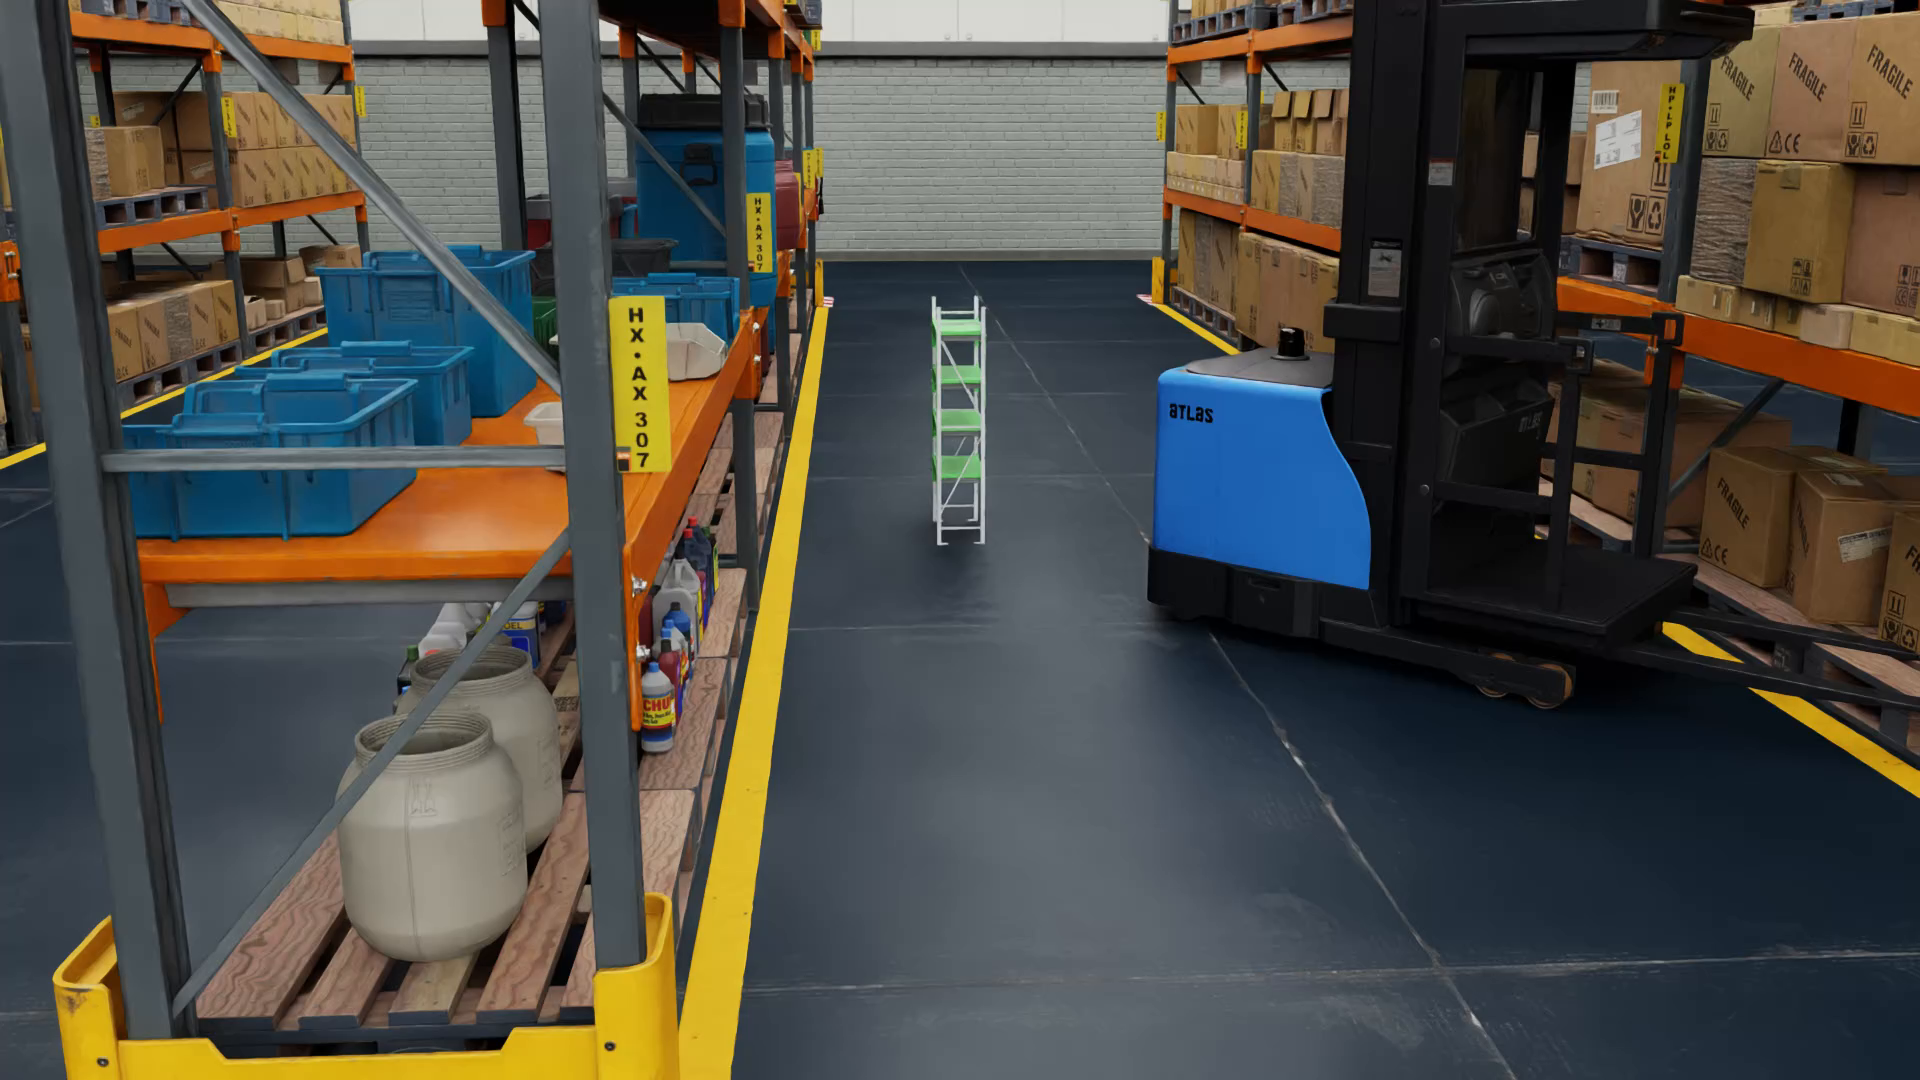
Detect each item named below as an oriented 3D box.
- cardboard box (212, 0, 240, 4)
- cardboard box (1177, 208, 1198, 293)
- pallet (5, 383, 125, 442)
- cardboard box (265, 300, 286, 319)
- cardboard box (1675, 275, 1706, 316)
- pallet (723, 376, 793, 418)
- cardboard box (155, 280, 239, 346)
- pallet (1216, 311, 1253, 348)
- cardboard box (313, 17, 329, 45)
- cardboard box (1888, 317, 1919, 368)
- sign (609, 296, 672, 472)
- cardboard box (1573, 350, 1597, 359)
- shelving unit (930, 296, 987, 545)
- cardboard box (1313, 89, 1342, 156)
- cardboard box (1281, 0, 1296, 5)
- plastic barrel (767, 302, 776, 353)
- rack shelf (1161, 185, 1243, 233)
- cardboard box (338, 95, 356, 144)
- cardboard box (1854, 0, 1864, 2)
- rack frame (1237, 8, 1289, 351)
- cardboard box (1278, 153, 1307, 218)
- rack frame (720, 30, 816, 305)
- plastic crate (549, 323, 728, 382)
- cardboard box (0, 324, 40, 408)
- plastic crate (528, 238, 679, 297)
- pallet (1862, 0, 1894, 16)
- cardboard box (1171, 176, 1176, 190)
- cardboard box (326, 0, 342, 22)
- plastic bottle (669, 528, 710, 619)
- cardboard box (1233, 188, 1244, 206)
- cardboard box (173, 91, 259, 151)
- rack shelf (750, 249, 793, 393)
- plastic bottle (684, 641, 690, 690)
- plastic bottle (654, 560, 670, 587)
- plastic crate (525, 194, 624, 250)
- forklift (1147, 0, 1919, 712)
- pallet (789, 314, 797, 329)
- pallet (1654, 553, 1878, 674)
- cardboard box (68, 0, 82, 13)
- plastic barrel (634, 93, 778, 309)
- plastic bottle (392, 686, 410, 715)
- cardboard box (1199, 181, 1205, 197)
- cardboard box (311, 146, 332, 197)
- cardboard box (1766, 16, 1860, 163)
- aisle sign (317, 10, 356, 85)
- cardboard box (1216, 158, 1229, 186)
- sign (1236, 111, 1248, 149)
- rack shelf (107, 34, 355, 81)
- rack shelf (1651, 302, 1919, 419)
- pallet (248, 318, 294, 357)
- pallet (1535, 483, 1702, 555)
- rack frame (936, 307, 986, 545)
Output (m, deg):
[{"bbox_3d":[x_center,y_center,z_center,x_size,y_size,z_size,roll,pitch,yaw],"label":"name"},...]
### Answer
[{"bbox_3d":[-6.606,-4.799,14.437,0.500,0.250,0.500,-1,14,-3],"label":"cardboard box"},{"bbox_3d":[2.935,-3.216,18.425,0.875,0.875,0.875,-1,14,-3],"label":"cardboard box"},{"bbox_3d":[-6.585,-0.893,11.574,1.003,0.211,1.213,-1,14,-3],"label":"pallet"},{"bbox_3d":[-6.698,-2.216,15.922,0.380,0.166,0.250,-1,14,-3],"label":"cardboard box"},{"bbox_3d":[3.272,-1.035,7.033,0.380,0.149,0.250,-1,14,-3],"label":"cardboard box"},{"bbox_3d":[-1.722,-0.978,11.904,1.003,0.211,1.213,-1,14,-3],"label":"pallet"},{"bbox_3d":[-6.507,-1.936,14.166,0.500,0.500,0.500,-1,14,-4],"label":"cardboard box"},{"bbox_3d":[3.095,-2.044,16.047,1.003,0.211,1.213,-1,14,-3],"label":"pallet"},{"bbox_3d":[-6.757,-5.179,16.916,0.500,0.250,0.500,-1,14,-3],"label":"cardboard box"},{"bbox_3d":[3.379,-0.662,5.584,0.380,0.149,0.250,-1,14,-3],"label":"cardboard box"},{"bbox_3d":[-0.587,-0.285,3.058,0.100,0.325,0.005,-1,14,-3],"label":"sign"},{"bbox_3d":[3.420,-0.908,10.169,0.700,0.500,0.500,-2,15,-8],"label":"cardboard box"},{"bbox_3d":[-0.010,-0.622,8.537,0.258,1.200,0.503,-1,14,-3],"label":"shelving unit"},{"bbox_3d":[3.197,-3.255,12.942,0.797,0.503,0.637,0,14,-2],"label":"cardboard box"},{"bbox_3d":[3.110,-4.765,13.962,0.700,0.500,0.500,-1,14,-2],"label":"cardboard box"},{"bbox_3d":[-1.819,-2.003,13.661,0.600,0.901,0.708,-1,14,-3],"label":"plastic barrel"},{"bbox_3d":[2.940,-3.353,16.983,1.077,0.370,4.000,-1,14,-3],"label":"rack shelf"},{"bbox_3d":[-6.770,-4.473,17.685,0.500,0.500,0.500,-1,14,-4],"label":"cardboard box"},{"bbox_3d":[7.865,-4.646,13.882,0.500,0.311,0.500,-1,14,-4],"label":"cardboard box"},{"bbox_3d":[3.064,-3.204,14.960,1.000,3.000,0.127,-1,14,-3],"label":"rack frame"},{"bbox_3d":[2.905,-2.885,13.518,0.500,0.500,0.500,-1,14,-5],"label":"cardboard box"},{"bbox_3d":[-2.128,-4.123,18.529,1.000,3.000,0.127,-1,14,-3],"label":"rack frame"},{"bbox_3d":[-1.031,-0.611,5.409,0.530,0.136,0.437,-1,14,-3],"label":"plastic crate"},{"bbox_3d":[-6.319,-1.178,11.217,0.500,0.500,0.500,0,14,-1],"label":"cardboard box"},{"bbox_3d":[-1.479,-0.976,6.424,0.767,0.338,0.504,-1,14,-3],"label":"plastic crate"},{"bbox_3d":[8.020,-4.204,13.204,1.213,0.211,1.003,-1,14,-3],"label":"pallet"},{"bbox_3d":[2.526,-3.920,18.247,0.380,0.149,0.250,-1,14,-4],"label":"cardboard box"},{"bbox_3d":[-6.785,-5.545,17.337,0.500,0.250,0.500,-1,14,-3],"label":"cardboard box"},{"bbox_3d":[-1.045,0.135,6.415,0.144,0.351,0.185,-2,15,-6],"label":"plastic bottle"},{"bbox_3d":[2.718,-3.153,15.267,0.380,0.149,0.250,-1,14,-3],"label":"cardboard box"},{"bbox_3d":[-6.572,-3.706,14.705,0.500,0.500,0.500,-1,14,-2],"label":"cardboard box"},{"bbox_3d":[-1.508,-1.287,8.953,1.077,0.370,4.000,-1,14,-3],"label":"rack shelf"},{"bbox_3d":[-0.971,0.408,5.653,0.097,0.201,0.097,0,14,0],"label":"plastic bottle"},{"bbox_3d":[-1.191,0.180,6.391,0.152,0.276,0.135,-1,14,-3],"label":"plastic bottle"},{"bbox_3d":[-1.720,-1.285,7.372,0.402,0.464,0.583,-1,14,-3],"label":"plastic crate"},{"bbox_3d":[2.269,-0.946,6.322,3.031,2.935,1.130,12,19,38],"label":"forklift"},{"bbox_3d":[-1.964,-1.960,15.719,1.003,0.211,1.213,-1,14,-3],"label":"pallet"},{"bbox_3d":[3.636,0.302,6.928,1.003,0.211,1.213,-1,14,-3],"label":"pallet"},{"bbox_3d":[-6.701,-3.923,11.532,0.910,0.500,0.500,-1,14,-3],"label":"cardboard box"},{"bbox_3d":[-1.106,-1.482,7.259,0.600,0.901,0.708,-1,14,-3],"label":"plastic barrel"},{"bbox_3d":[-1.688,0.549,5.107,0.097,0.201,0.097,0,14,0],"label":"plastic bottle"},{"bbox_3d":[2.623,-3.536,16.755,0.380,0.149,0.250,-1,14,-3],"label":"cardboard box"},{"bbox_3d":[-6.711,-3.735,16.823,0.500,0.500,0.500,-1,14,-3],"label":"cardboard box"},{"bbox_3d":[3.366,-1.651,6.120,0.500,0.500,0.500,-1,14,-3],"label":"cardboard box"},{"bbox_3d":[-6.770,-5.328,17.996,0.394,0.787,0.004,-1,14,-3],"label":"aisle sign"},{"bbox_3d":[2.740,-3.510,15.853,0.500,0.250,0.500,0,14,-2],"label":"cardboard box"},{"bbox_3d":[2.510,-3.653,14.808,0.100,0.325,0.005,-1,14,-3],"label":"sign"},{"bbox_3d":[-6.948,-4.654,16.019,1.077,0.370,4.000,-1,14,-3],"label":"rack shelf"},{"bbox_3d":[3.683,-0.369,5.384,1.077,0.370,4.000,-1,14,-3],"label":"rack shelf"},{"bbox_3d":[-6.866,-1.872,15.381,1.003,0.211,1.213,-1,14,-3],"label":"pallet"},{"bbox_3d":[3.510,-0.058,8.327,1.003,0.211,1.213,-1,14,-3],"label":"pallet"},{"bbox_3d":[0.005,-0.562,8.301,0.240,1.200,0.015,-1,14,-3],"label":"rack frame"}]
